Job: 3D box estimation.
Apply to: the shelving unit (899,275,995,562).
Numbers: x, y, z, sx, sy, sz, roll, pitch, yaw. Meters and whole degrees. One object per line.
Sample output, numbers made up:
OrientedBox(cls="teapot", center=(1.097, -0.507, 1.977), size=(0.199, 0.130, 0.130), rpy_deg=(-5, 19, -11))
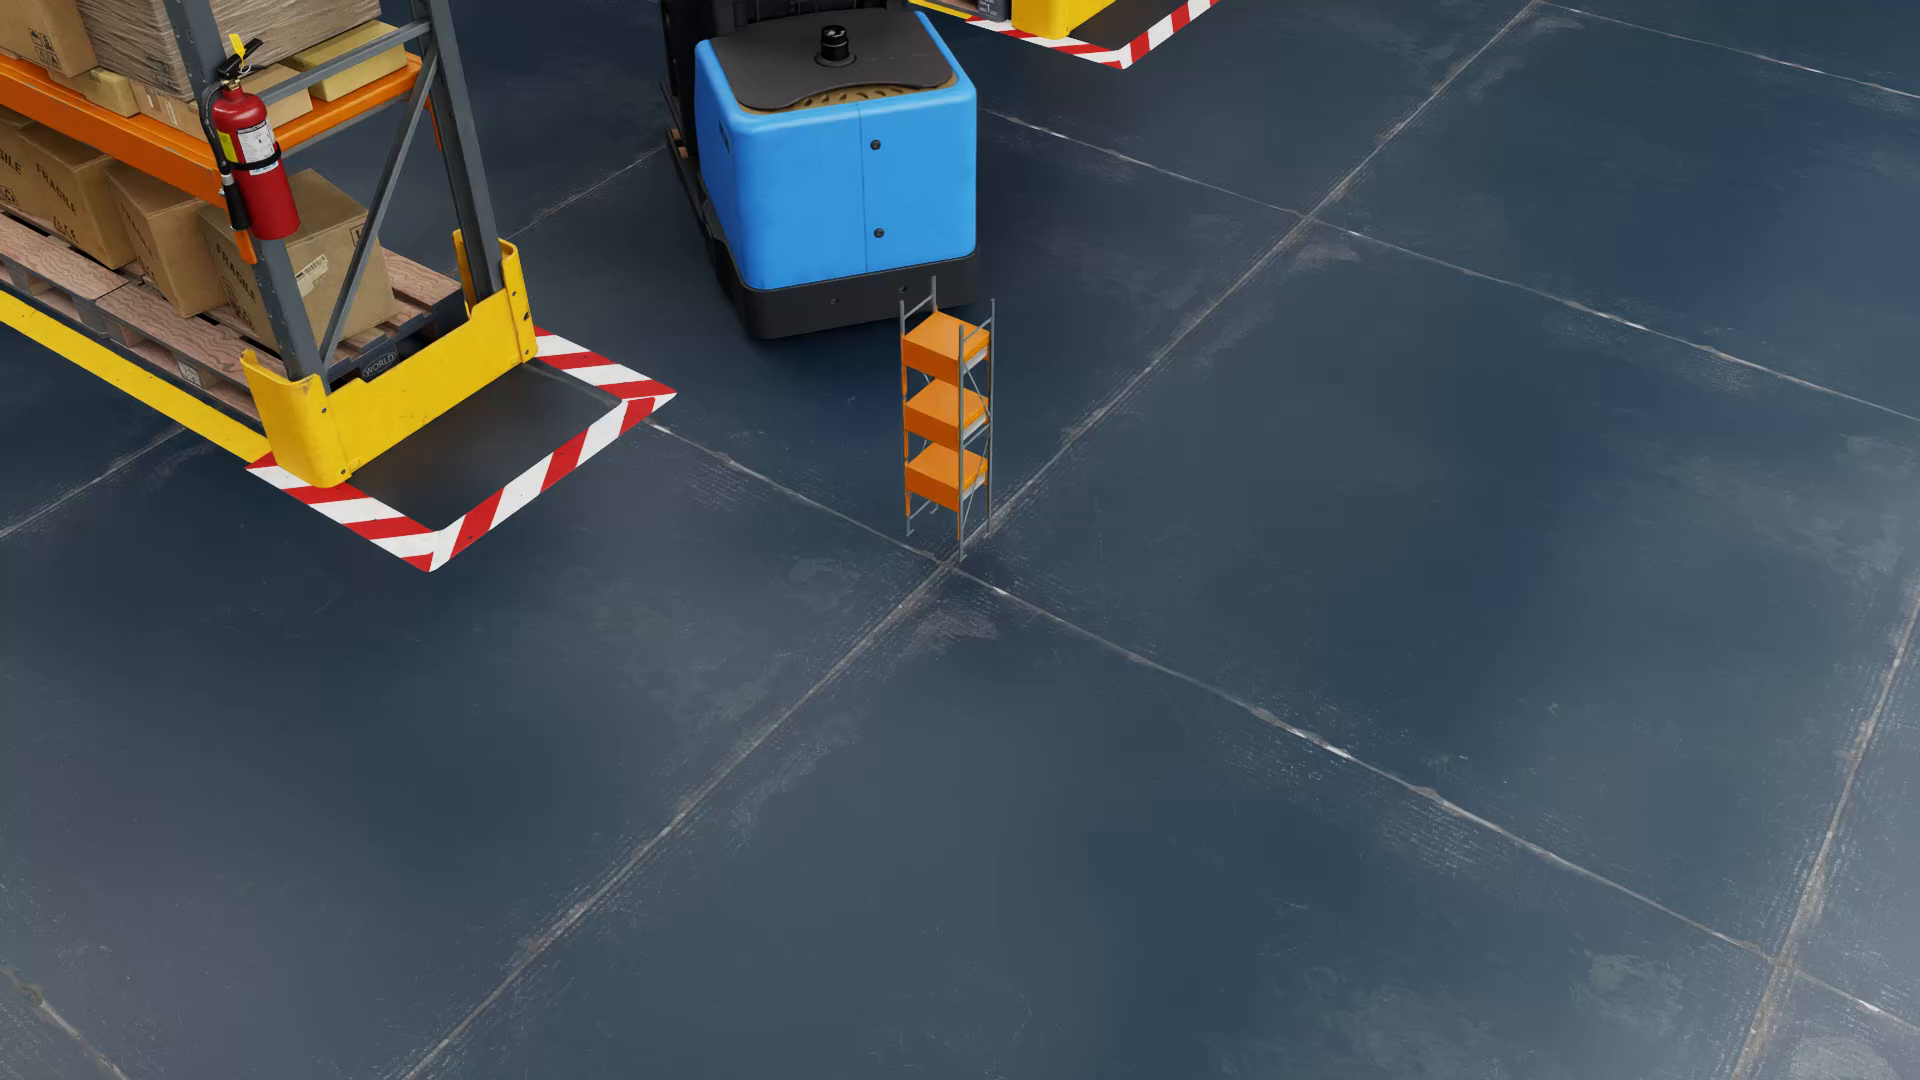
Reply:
OrientedBox(cls="shelving unit", center=(-0.044, -0.412, 5.923), size=(0.252, 1.050, 0.215), rpy_deg=(25, 48, 25))

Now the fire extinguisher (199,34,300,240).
OrientedBox(cls="fire extinguisher", center=(-2.376, -1.333, 5.548), size=(0.183, 0.674, 0.296), rpy_deg=(25, 48, 25))

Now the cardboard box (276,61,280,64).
OrientedBox(cls="cardboard box", center=(-2.496, -1.909, 6.323), size=(0.250, 0.149, 0.380), rpy_deg=(25, 48, 25))

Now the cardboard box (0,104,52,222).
OrientedBox(cls="cardboard box", center=(-4.149, -1.829, 7.604), size=(0.500, 0.500, 0.500), rpy_deg=(21, 46, 22))

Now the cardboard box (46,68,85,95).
OrientedBox(cls="cardboard box", center=(-3.192, -1.828, 6.232), size=(0.250, 0.149, 0.380), rpy_deg=(25, 48, 25))

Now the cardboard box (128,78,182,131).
OrientedBox(cls="cardboard box", center=(-2.762, -1.656, 6.040), size=(0.250, 0.149, 0.380), rpy_deg=(25, 48, 25))

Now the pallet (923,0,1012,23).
OrientedBox(cls="pallet", center=(0.026, -3.551, 10.060), size=(1.213, 0.211, 1.003), rpy_deg=(25, 48, 25))

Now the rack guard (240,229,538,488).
OrientedBox(cls="rack guard", center=(-2.268, -0.755, 6.719), size=(0.348, 0.500, 1.175), rpy_deg=(25, 48, 25))

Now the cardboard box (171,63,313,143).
OrientedBox(cls="cardboard box", center=(-2.557, -1.560, 5.933), size=(0.250, 0.149, 0.380), rpy_deg=(25, 48, 25))

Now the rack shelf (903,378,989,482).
OrientedBox(cls="rack shelf", center=(-0.044, -0.404, 5.930), size=(0.240, 0.259, 0.215), rpy_deg=(25, 48, 25))

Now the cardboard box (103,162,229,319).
OrientedBox(cls="cardboard box", center=(-3.216, -1.341, 7.059), size=(0.500, 0.500, 0.500), rpy_deg=(-29, 49, -28))

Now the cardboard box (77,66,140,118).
OrientedBox(cls="cardboard box", center=(-2.996, -1.724, 6.116), size=(0.250, 0.149, 0.380), rpy_deg=(25, 48, 25))

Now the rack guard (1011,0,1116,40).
OrientedBox(cls="rack guard", center=(0.745, -3.386, 9.659), size=(0.348, 0.500, 1.175), rpy_deg=(25, 48, 25))

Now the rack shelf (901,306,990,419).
OrientedBox(cls="rack shelf", center=(-0.044, -0.615, 5.741), size=(0.240, 0.259, 0.215), rpy_deg=(25, 48, 25))

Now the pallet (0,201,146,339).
OrientedBox(cls="pallet", center=(-3.907, -1.445, 7.707), size=(1.213, 0.211, 1.003), rpy_deg=(25, 48, 25))

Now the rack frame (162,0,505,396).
OrientedBox(cls="rack frame", center=(-2.205, -1.657, 5.853), size=(0.127, 3.000, 1.000), rpy_deg=(25, 48, 25))

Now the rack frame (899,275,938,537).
OrientedBox(cls="rack frame", center=(-0.144, -0.458, 5.975), size=(0.008, 1.050, 0.200), rpy_deg=(25, 48, 25))

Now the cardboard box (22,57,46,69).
OrientedBox(cls="cardboard box", center=(-3.373, -1.946, 6.364), size=(0.250, 0.149, 0.380), rpy_deg=(25, 48, 25))

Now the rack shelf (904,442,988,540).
OrientedBox(cls="rack shelf", center=(-0.044, -0.197, 6.115), size=(0.240, 0.259, 0.215), rpy_deg=(25, 48, 25))

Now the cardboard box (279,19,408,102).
OrientedBox(cls="cardboard box", center=(-2.302, -1.803, 6.204), size=(0.250, 0.149, 0.380), rpy_deg=(25, 48, 25))

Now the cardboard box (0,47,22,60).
OrientedBox(cls="cardboard box", center=(-3.590, -2.030, 6.457), size=(0.250, 0.149, 0.380), rpy_deg=(25, 48, 25))

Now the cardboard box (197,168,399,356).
OrientedBox(cls="cardboard box", center=(-2.707, -1.131, 6.824), size=(0.500, 0.500, 0.500), rpy_deg=(-33, 51, -31))

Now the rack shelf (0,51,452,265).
OrientedBox(cls="rack shelf", center=(-3.843, -2.155, 6.949), size=(4.000, 0.370, 1.077), rpy_deg=(25, 48, 25))

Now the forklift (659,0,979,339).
OrientedBox(cls="forklift", center=(-0.845, -2.946, 7.344), size=(1.130, 2.935, 3.031), rpy_deg=(-12, 43, -13))

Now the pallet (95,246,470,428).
OrientedBox(cls="pallet", center=(-2.913, -0.978, 7.184), size=(1.213, 0.211, 1.003), rpy_deg=(25, 48, 25))

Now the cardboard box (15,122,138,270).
OrientedBox(cls="cardboard box", center=(-3.718, -1.591, 7.338), size=(0.500, 0.500, 0.500), rpy_deg=(30, 50, 29))

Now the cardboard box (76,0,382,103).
OrientedBox(cls="cardboard box", center=(-2.640, -2.031, 5.972), size=(0.500, 0.500, 0.875), rpy_deg=(25, 48, 25))

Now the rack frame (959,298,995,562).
OrientedBox(cls="rack frame", center=(0.056, -0.365, 5.871), size=(0.008, 1.050, 0.200), rpy_deg=(25, 48, 25))

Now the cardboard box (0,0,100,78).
OrientedBox(cls="cardboard box", center=(-3.118, -2.157, 6.113), size=(0.500, 0.500, 0.875), rpy_deg=(25, 48, 25))
